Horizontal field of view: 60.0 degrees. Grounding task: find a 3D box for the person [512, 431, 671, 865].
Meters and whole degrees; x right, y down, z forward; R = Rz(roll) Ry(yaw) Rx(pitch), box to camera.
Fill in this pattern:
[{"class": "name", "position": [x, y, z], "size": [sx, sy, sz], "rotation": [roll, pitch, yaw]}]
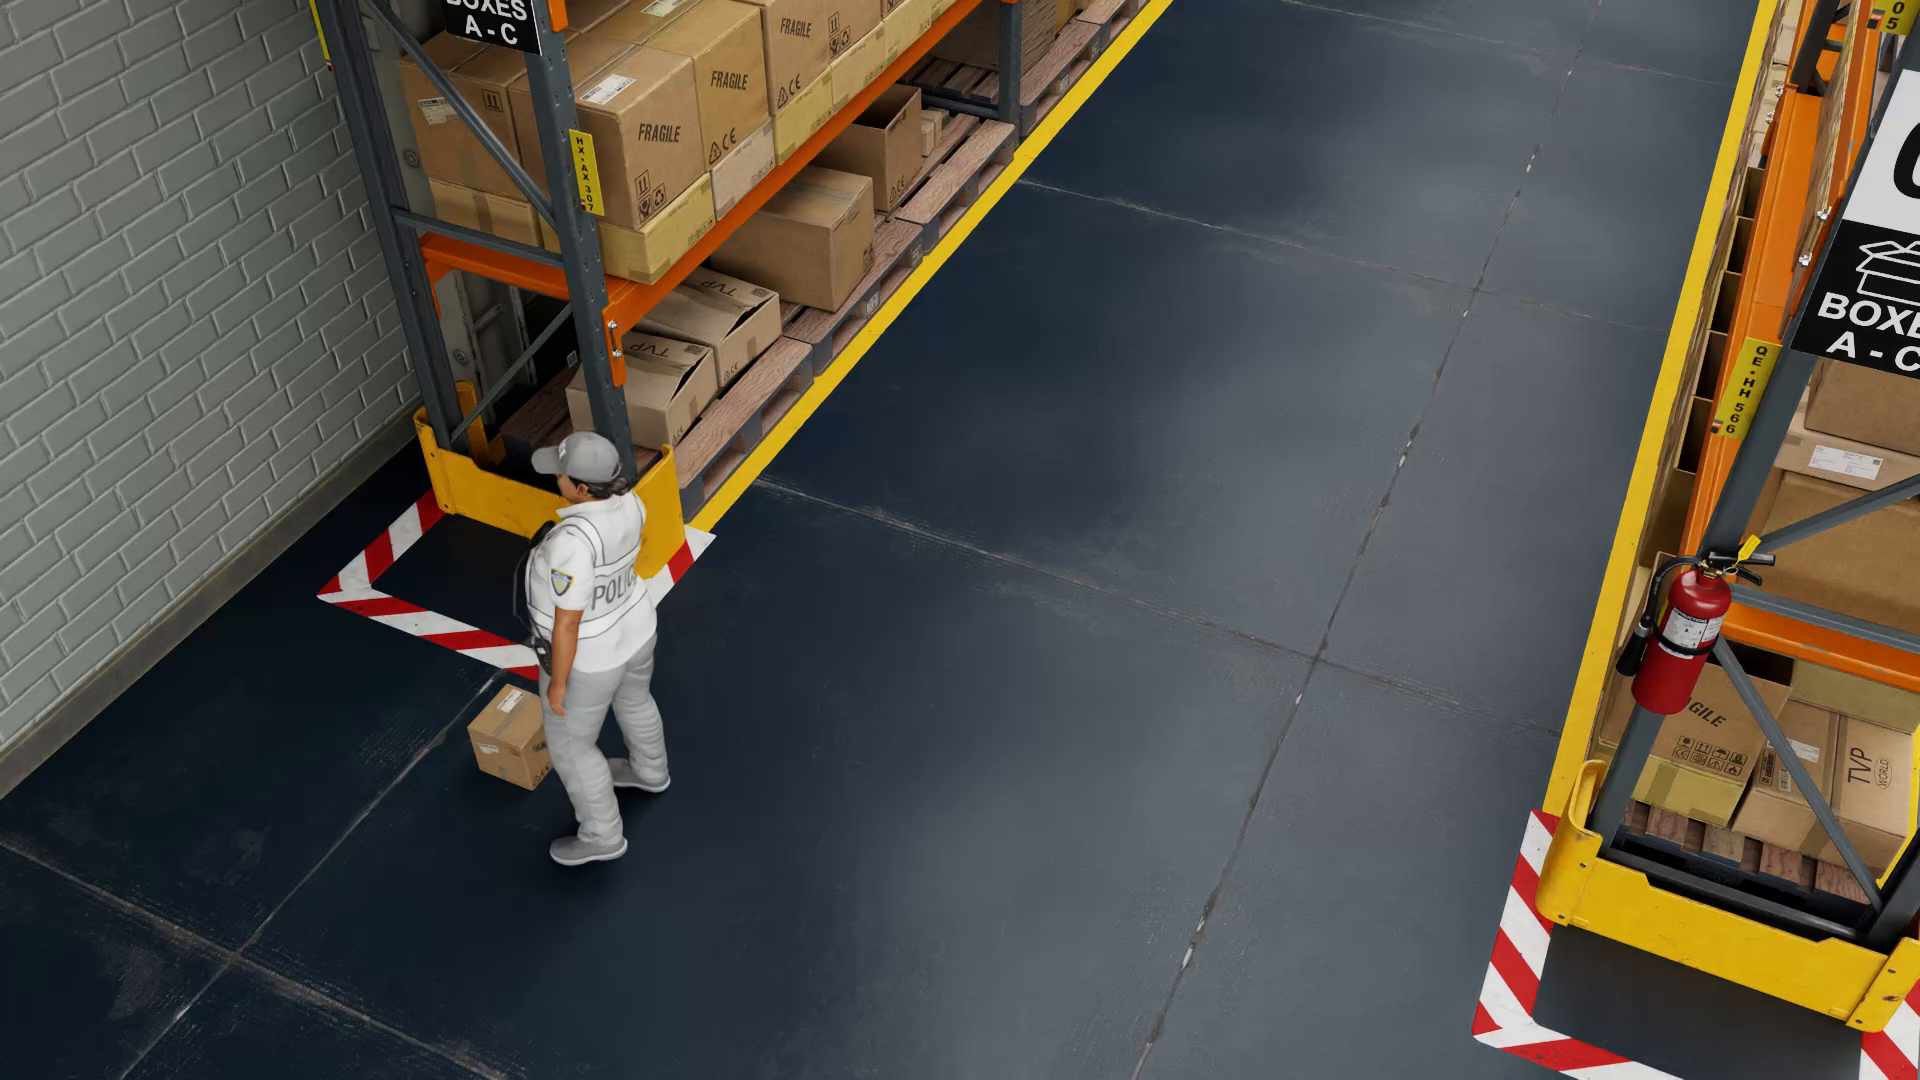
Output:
[{"class": "person", "position": [-1.273, 0.395, 5.716], "size": [0.382, 1.668, 0.662], "rotation": [18, 45, 19]}]
